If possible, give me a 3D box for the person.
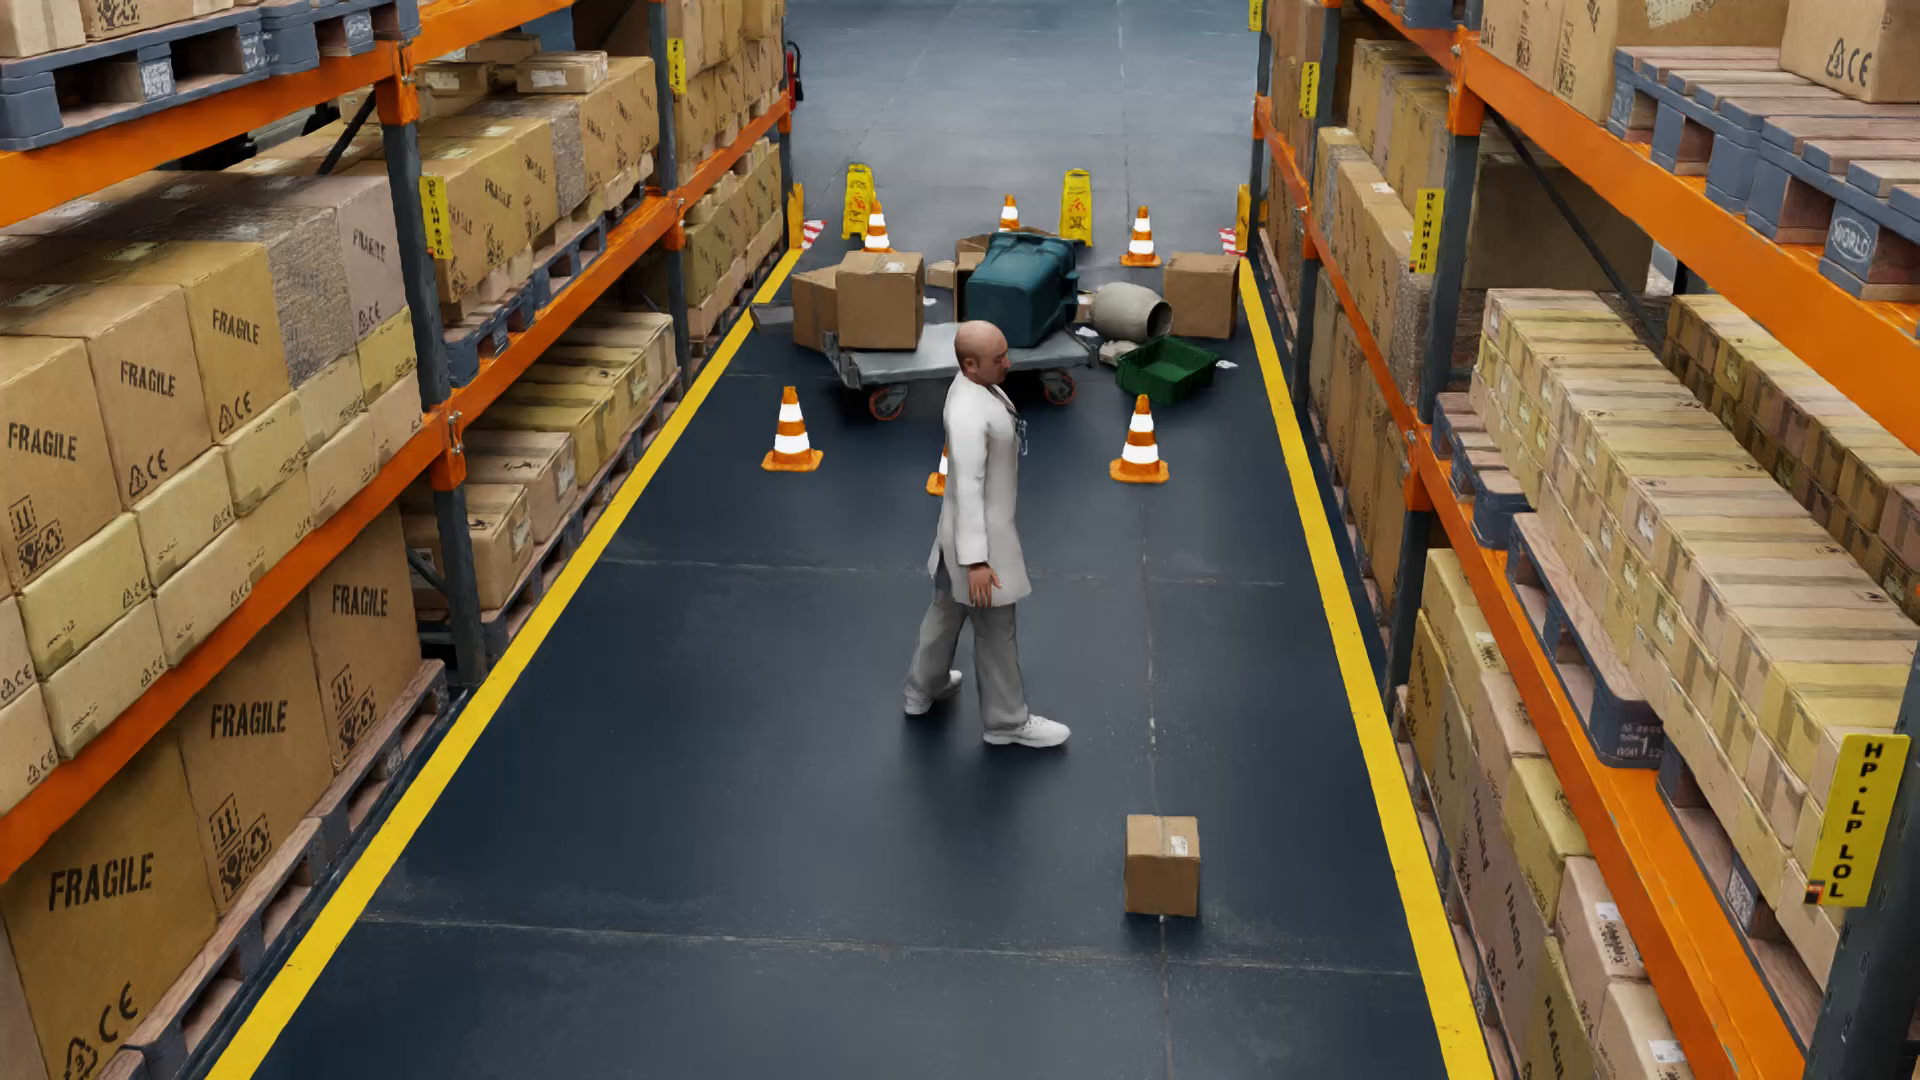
[{"bbox_3d":[0.102,-0.010,6.617,0.694,1.774,0.795,-1,24,-2],"label":"person"}]
